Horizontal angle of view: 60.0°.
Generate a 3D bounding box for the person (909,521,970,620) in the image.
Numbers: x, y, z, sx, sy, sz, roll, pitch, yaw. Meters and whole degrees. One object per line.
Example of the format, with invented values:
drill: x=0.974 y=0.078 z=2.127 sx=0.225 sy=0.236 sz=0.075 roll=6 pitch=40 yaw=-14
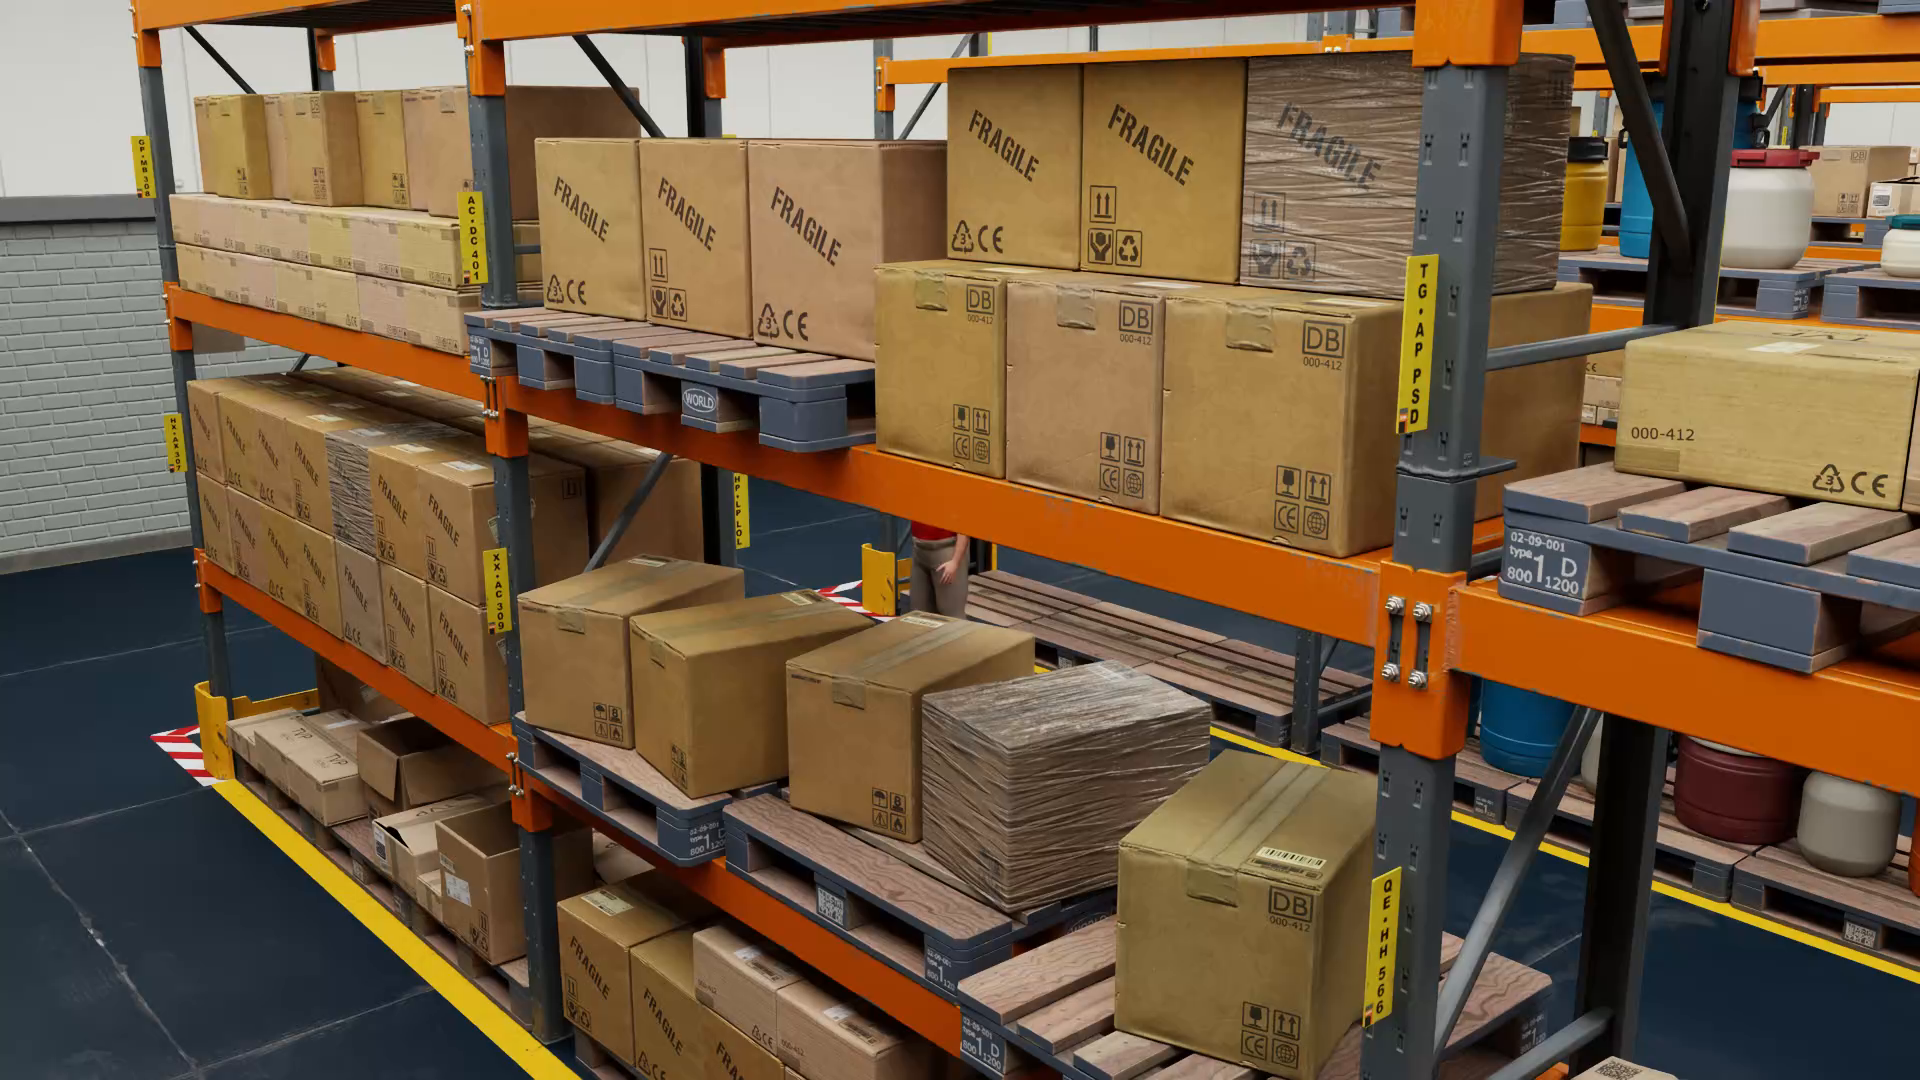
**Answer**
person: x=-0.168 y=0.135 z=11.006 sx=0.434 sy=1.740 sz=0.558 roll=-12 pitch=18 yaw=-39
